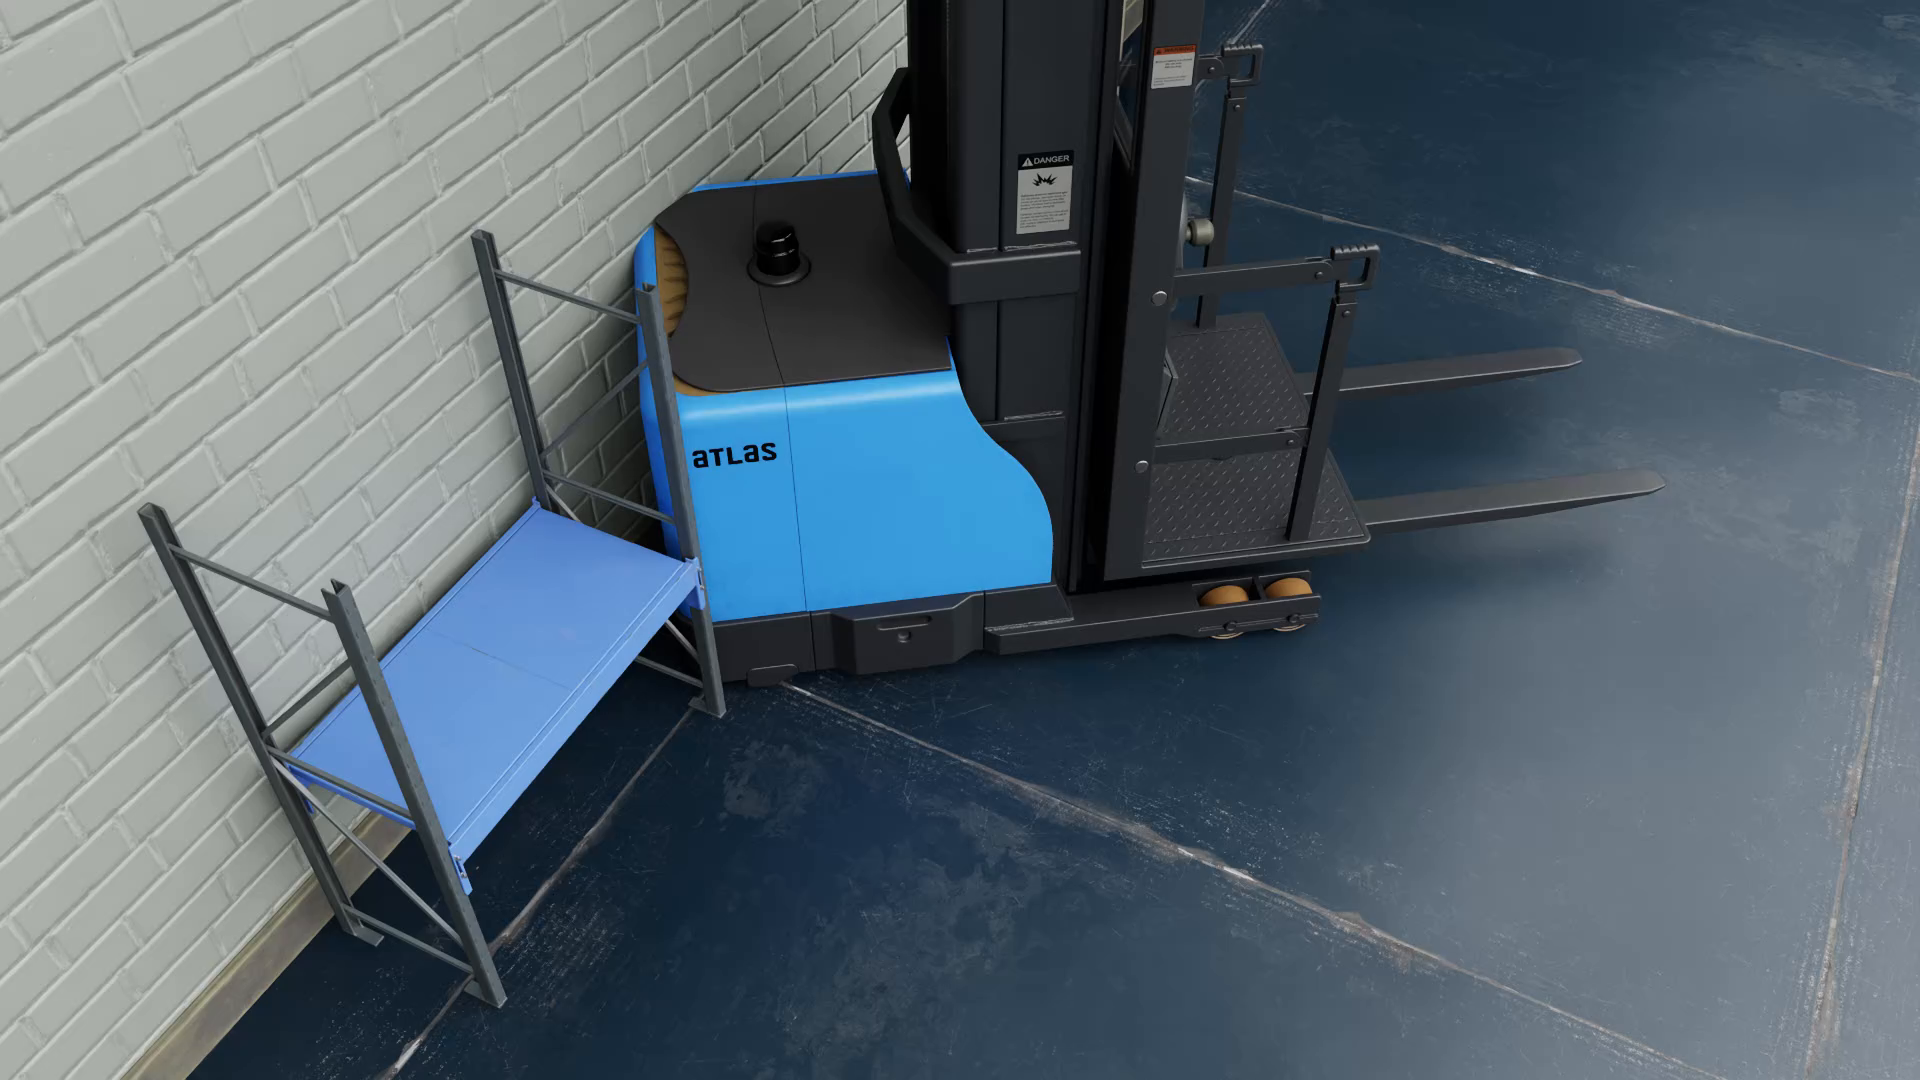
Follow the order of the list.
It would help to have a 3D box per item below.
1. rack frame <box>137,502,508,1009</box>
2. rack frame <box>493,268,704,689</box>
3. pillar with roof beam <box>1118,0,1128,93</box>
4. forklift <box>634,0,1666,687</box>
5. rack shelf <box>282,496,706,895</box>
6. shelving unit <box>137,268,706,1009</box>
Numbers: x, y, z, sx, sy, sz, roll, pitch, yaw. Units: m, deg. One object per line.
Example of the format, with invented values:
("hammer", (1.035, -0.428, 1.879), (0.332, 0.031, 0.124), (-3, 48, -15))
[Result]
("rack frame", (-1.353, 0.542, 3.660), (0.500, 1.500, 0.032), (19, 48, 18))
("rack frame", (-0.901, -0.106, 4.300), (0.475, 1.308, 0.013), (19, 48, 18))
("pillar with roof beam", (4.248, -3.379, 2.263), (9.100, 9.000, 0.400), (20, 49, 19))
("forklift", (0.621, -1.102, 4.279), (3.031, 2.935, 1.130), (-7, 46, -6))
("rack shelf", (-1.126, 0.345, 4.108), (0.538, 0.185, 1.000), (19, 48, 18))
("shelving unit", (-1.128, 0.221, 3.977), (0.538, 1.500, 1.039), (19, 48, 18))
